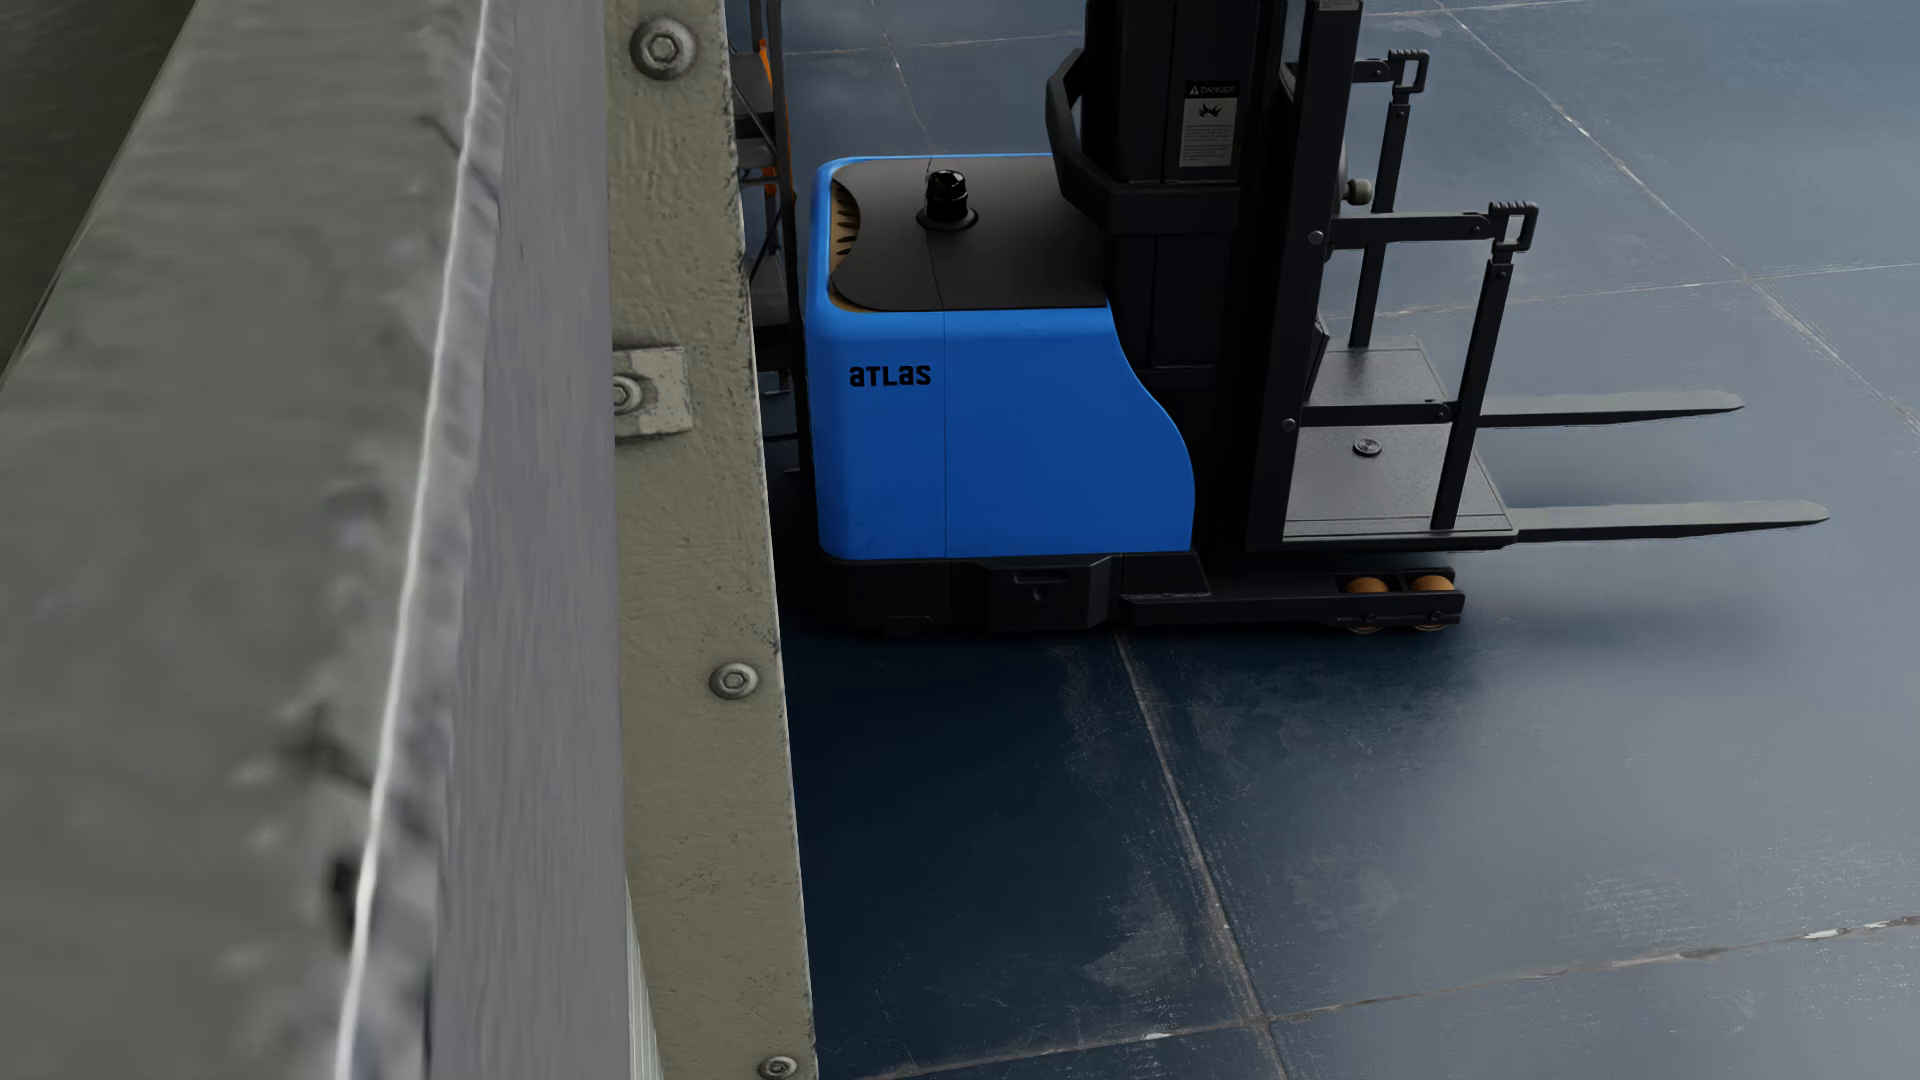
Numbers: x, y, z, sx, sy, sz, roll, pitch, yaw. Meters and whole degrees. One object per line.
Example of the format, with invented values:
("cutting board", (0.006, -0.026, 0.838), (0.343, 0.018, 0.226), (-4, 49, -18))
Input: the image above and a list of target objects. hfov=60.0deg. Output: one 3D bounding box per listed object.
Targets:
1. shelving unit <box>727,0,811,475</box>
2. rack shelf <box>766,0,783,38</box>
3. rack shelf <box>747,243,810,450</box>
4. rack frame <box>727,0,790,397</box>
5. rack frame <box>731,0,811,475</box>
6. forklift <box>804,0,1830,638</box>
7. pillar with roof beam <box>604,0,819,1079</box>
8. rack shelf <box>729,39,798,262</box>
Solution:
("shelving unit", (-0.748, -1.181, 5.058), (0.431, 2.100, 0.503), (-8, 39, -10))
("rack shelf", (-0.748, -1.723, 4.637), (0.431, 0.518, 0.480), (-8, 39, -10))
("rack shelf", (-0.748, -0.617, 5.496), (0.431, 0.518, 0.480), (-8, 39, -10))
("rack frame", (-0.801, -1.327, 5.246), (0.400, 2.100, 0.015), (-8, 39, -10))
("rack frame", (-0.695, -1.034, 4.870), (0.400, 2.100, 0.015), (-8, 39, -10))
("forklift", (1.078, -1.208, 4.416), (3.031, 2.935, 1.130), (-2, 38, -2))
("pillar with roof beam", (3.768, -2.785, 1.500), (9.100, 9.000, 0.400), (-6, 38, -8))
("rack shelf", (-0.748, -1.170, 5.066), (0.431, 0.518, 0.480), (-8, 39, -10))
